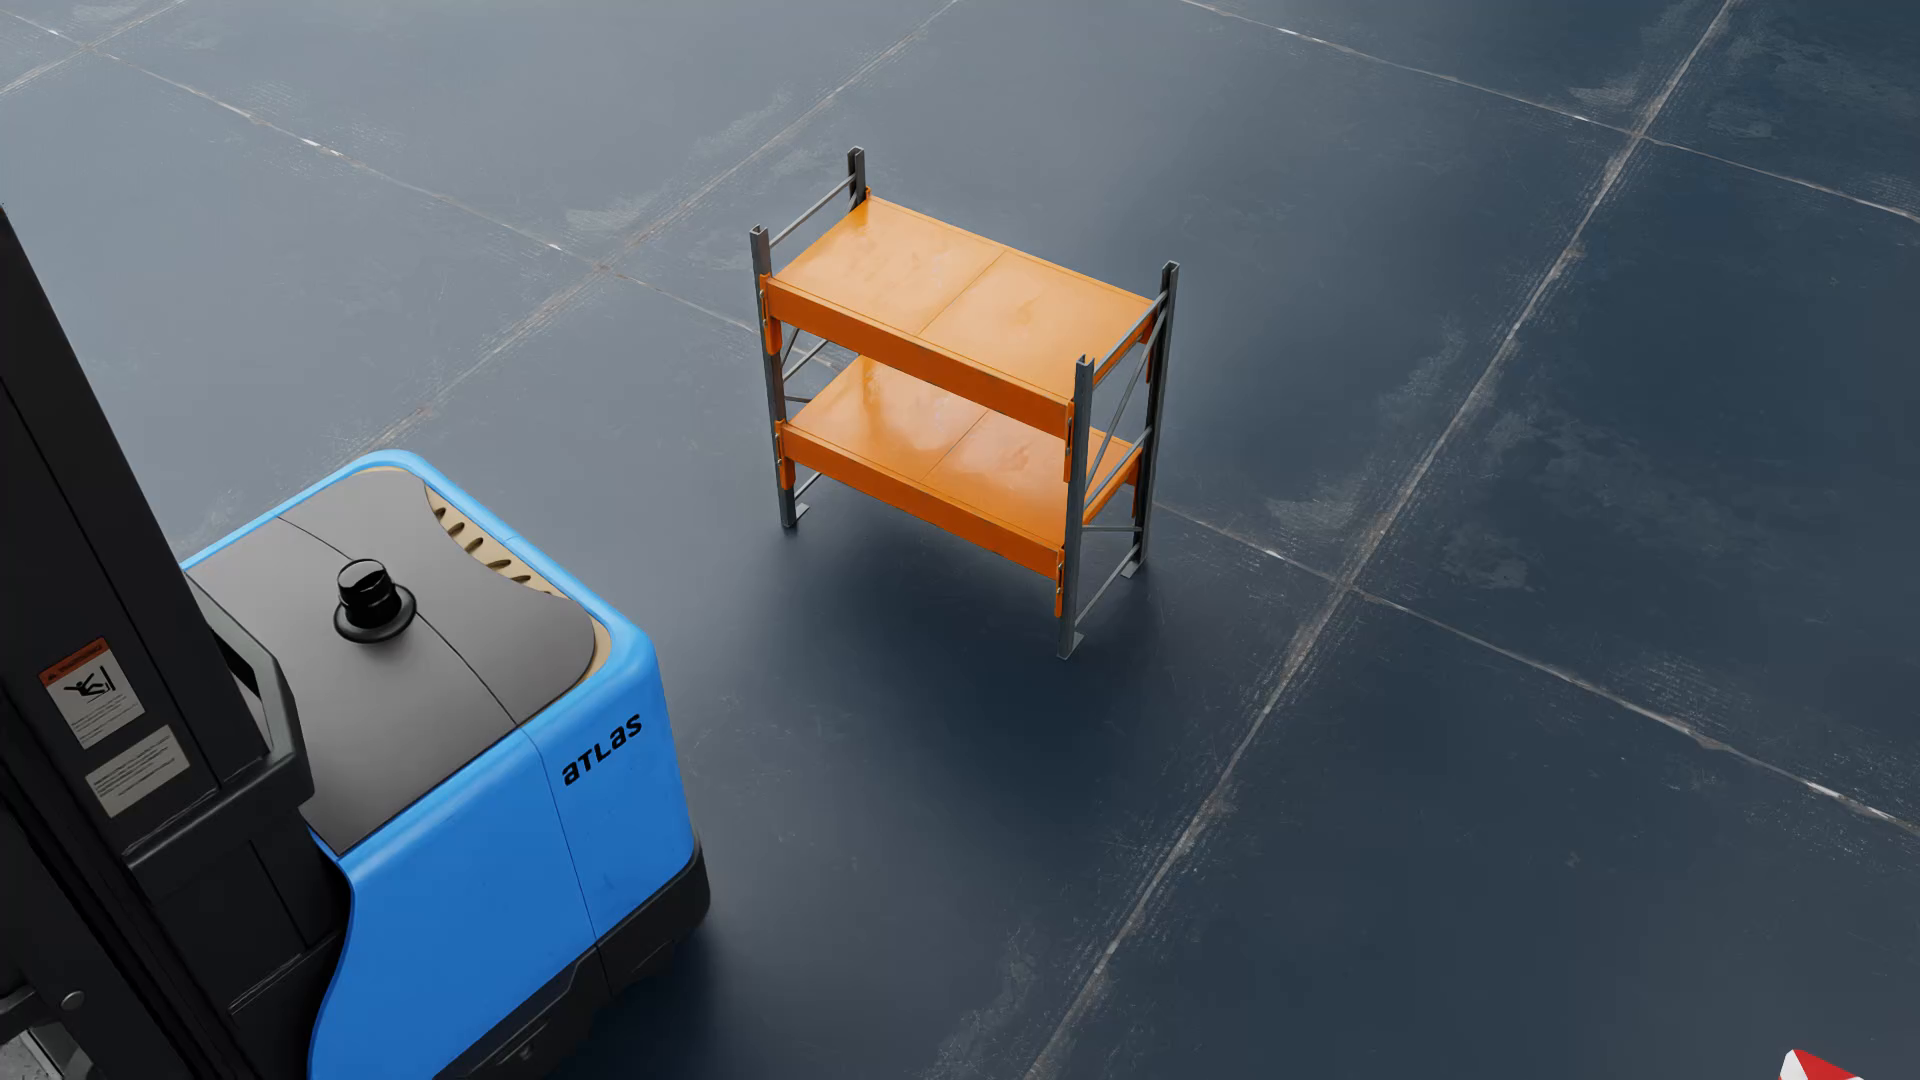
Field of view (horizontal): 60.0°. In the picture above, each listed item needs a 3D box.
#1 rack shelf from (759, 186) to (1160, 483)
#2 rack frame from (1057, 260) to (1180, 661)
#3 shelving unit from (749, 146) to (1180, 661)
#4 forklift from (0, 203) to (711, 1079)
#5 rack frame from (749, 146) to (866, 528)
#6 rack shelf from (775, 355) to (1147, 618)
[{"bbox_3d":[0.006,-0.593,4.634,1.000,0.278,0.538,25,51,22],"label":"rack shelf"},{"bbox_3d":[0.434,-0.193,4.653,0.032,1.125,0.500,25,51,22],"label":"rack frame"},{"bbox_3d":[0.006,-0.389,4.844,1.048,1.125,0.538,25,51,22],"label":"shelving unit"},{"bbox_3d":[-2.001,0.498,2.723,1.130,2.935,3.031,33,54,28],"label":"forklift"},{"bbox_3d":[-0.422,-0.586,5.035,0.032,1.125,0.500,25,51,22],"label":"rack frame"},{"bbox_3d":[0.006,-0.219,5.019,1.000,0.278,0.538,25,51,22],"label":"rack shelf"}]
